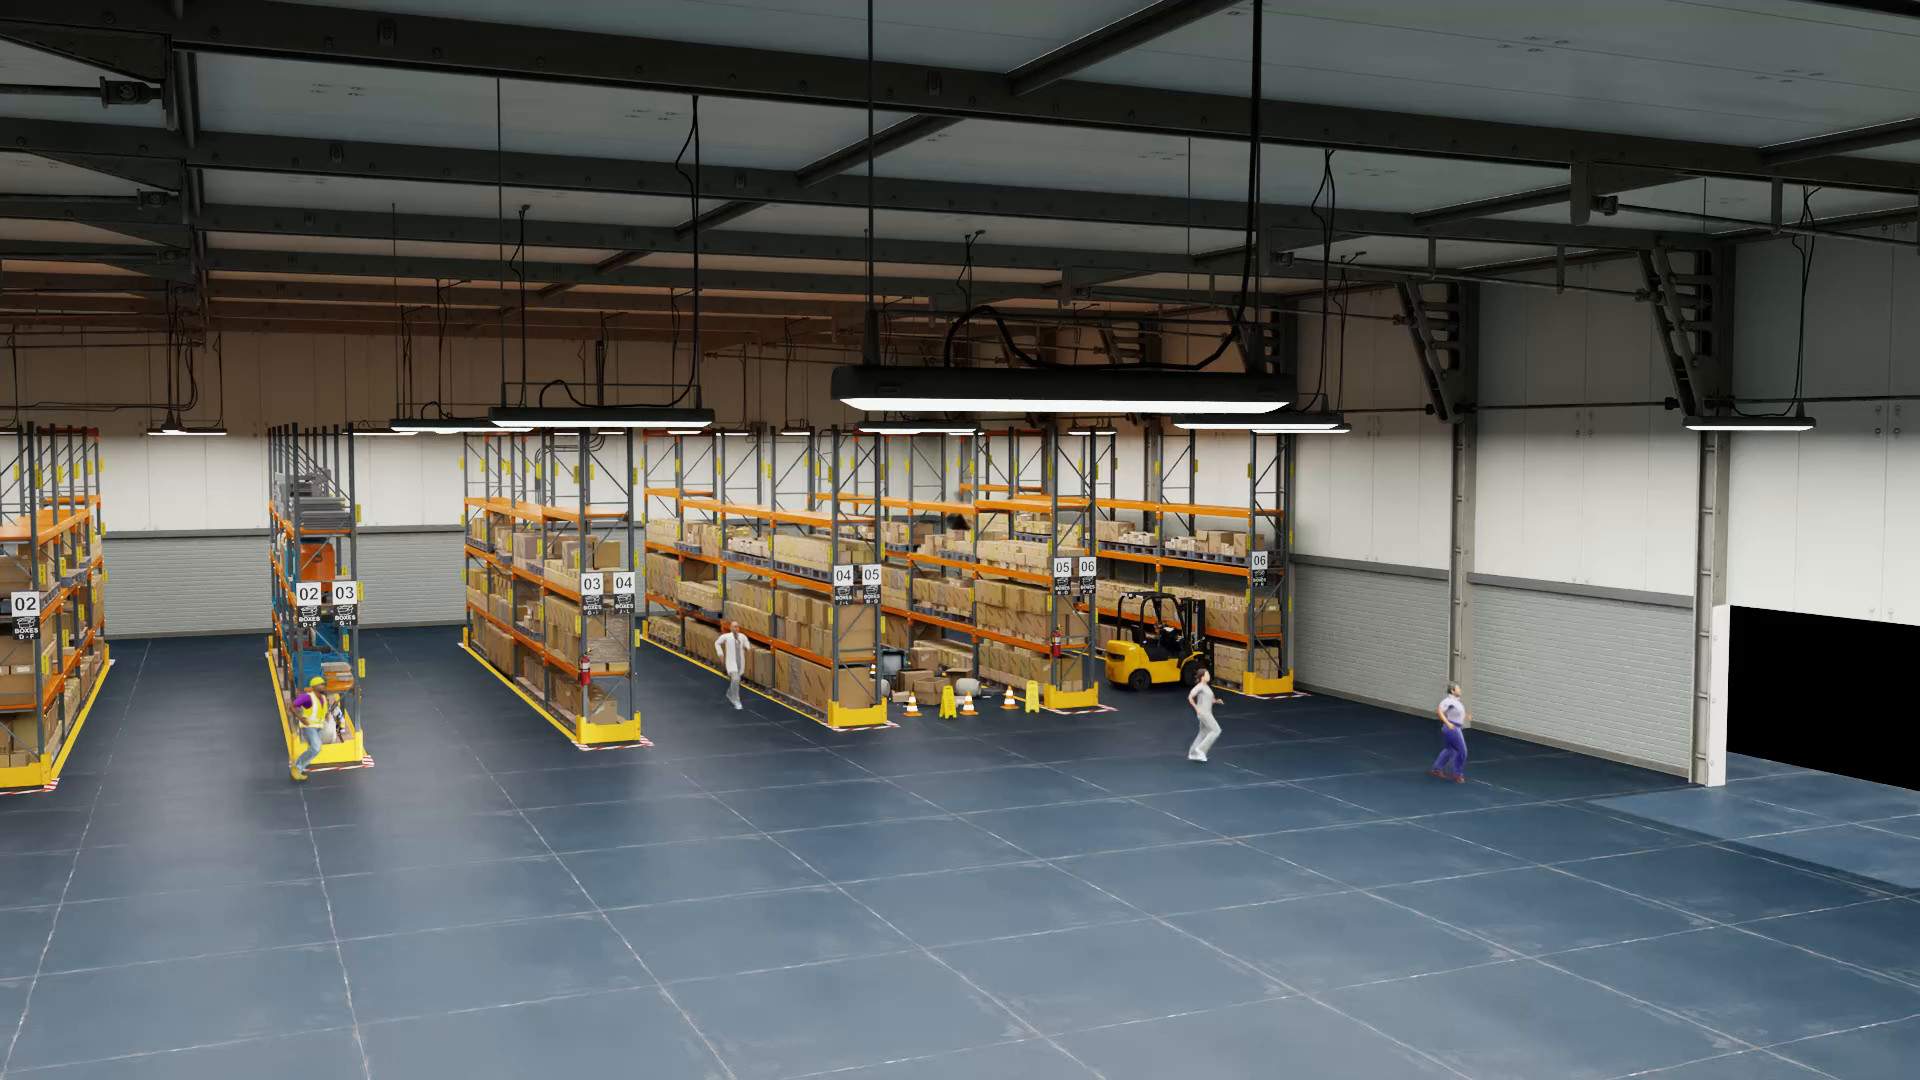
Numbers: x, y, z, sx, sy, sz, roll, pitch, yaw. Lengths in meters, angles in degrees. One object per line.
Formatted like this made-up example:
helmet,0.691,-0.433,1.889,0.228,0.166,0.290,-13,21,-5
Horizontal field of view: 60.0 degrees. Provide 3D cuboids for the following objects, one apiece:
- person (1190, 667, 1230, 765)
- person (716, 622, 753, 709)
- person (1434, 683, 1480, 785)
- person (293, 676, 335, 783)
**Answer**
person,4.407,3.097,29.331,0.722,1.712,0.537,1,4,19
person,-4.753,2.642,35.389,0.695,1.781,1.047,-2,4,-35
person,8.281,3.214,27.689,0.766,1.689,0.599,1,4,23
person,-10.827,3.161,27.972,0.643,1.748,0.743,1,4,11
